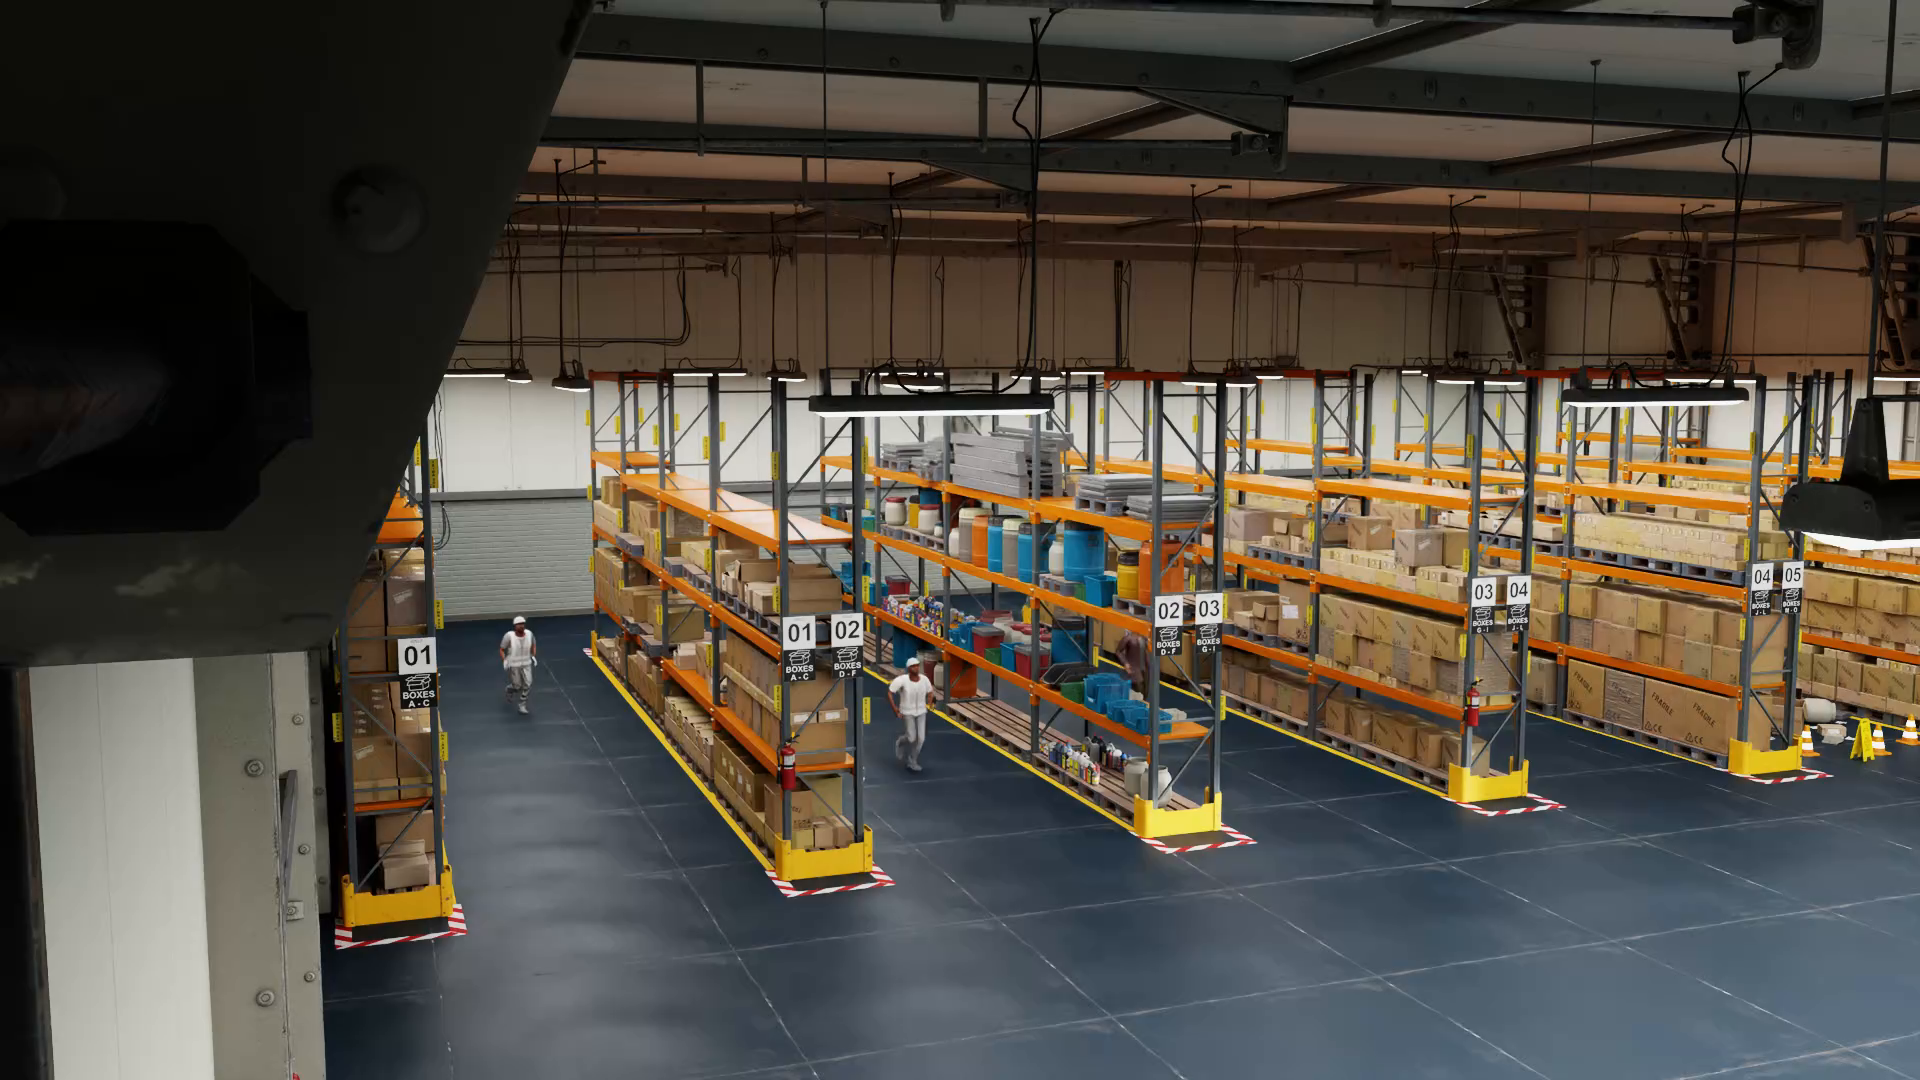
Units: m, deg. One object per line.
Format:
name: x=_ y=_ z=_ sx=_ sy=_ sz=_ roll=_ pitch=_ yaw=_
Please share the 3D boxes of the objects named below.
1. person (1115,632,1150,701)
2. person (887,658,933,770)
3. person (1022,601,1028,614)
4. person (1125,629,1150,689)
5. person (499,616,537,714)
person: x=3.062 y=2.251 z=28.931 sx=0.710 sy=1.732 sz=0.637 roll=-4 pitch=8 yaw=-35
person: x=-0.719 y=2.648 z=25.388 sx=0.730 sy=1.726 sz=0.594 roll=-3 pitch=7 yaw=-25
person: x=1.876 y=1.031 z=39.848 sx=0.798 sy=1.815 sz=0.705 roll=0 pitch=6 yaw=4
person: x=3.351 y=2.097 z=30.771 sx=0.587 sy=1.640 sz=0.610 roll=-3 pitch=7 yaw=-23
person: x=-7.815 y=2.195 z=29.460 sx=0.668 sy=1.731 sz=0.638 roll=-4 pitch=8 yaw=-33
